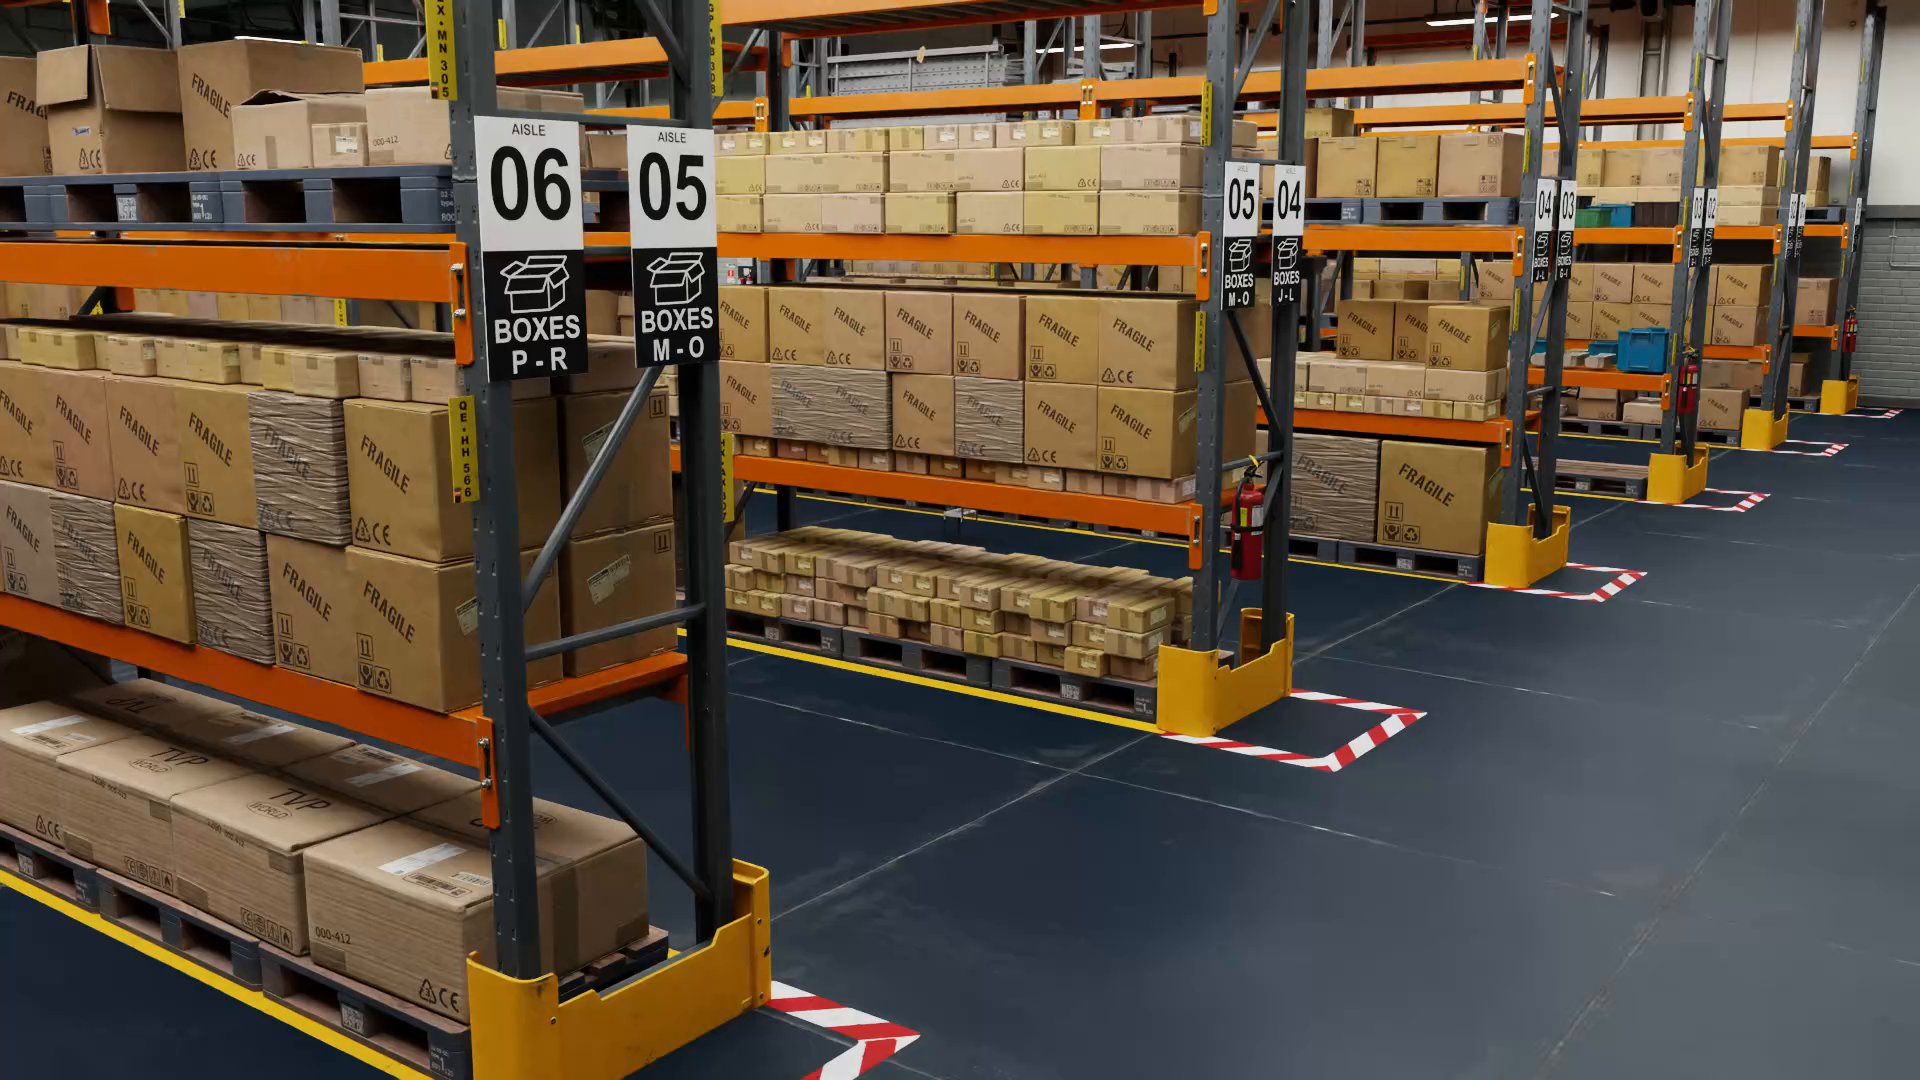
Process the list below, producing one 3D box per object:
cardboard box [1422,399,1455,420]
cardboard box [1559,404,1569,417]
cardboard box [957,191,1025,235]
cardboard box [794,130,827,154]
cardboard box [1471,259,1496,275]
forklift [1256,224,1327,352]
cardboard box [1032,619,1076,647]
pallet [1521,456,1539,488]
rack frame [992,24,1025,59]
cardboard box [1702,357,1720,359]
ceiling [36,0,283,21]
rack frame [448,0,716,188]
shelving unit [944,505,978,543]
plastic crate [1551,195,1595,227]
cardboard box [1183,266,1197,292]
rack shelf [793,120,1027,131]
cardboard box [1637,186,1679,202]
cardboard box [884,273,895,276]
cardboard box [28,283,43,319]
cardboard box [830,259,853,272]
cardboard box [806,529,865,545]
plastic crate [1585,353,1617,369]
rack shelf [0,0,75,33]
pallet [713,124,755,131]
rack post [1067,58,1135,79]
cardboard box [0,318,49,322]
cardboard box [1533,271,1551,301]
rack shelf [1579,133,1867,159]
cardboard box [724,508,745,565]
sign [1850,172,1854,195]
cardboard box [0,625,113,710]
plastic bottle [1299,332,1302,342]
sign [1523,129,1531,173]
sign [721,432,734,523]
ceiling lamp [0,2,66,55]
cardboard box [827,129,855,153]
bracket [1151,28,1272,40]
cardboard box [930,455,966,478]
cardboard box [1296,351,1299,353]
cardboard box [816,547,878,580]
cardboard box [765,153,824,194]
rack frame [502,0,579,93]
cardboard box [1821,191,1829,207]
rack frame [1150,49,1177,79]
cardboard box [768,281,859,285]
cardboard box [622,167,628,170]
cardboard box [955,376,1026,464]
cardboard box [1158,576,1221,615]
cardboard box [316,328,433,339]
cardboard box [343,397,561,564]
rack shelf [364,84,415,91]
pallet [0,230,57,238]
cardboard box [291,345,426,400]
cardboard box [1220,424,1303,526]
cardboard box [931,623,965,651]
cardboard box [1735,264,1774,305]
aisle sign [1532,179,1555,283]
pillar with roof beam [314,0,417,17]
[{"bbox_3d":[3.982,-1.087,13.635,0.250,0.149,0.380,8,14,36],"label":"cardboard box"},{"bbox_3d":[8.231,-1.807,22.994,0.250,0.166,0.380,8,13,36],"label":"cardboard box"},{"bbox_3d":[0.327,-1.968,10.023,0.500,0.250,0.500,9,14,38],"label":"cardboard box"},{"bbox_3d":[-0.858,-2.573,10.784,0.250,0.149,0.380,7,13,34],"label":"cardboard box"},{"bbox_3d":[8.901,-4.620,28.158,0.500,0.250,0.500,8,14,37],"label":"cardboard box"},{"bbox_3d":[3.284,-2.003,17.889,1.130,2.935,3.031,4,12,22],"label":"forklift"},{"bbox_3d":[0.643,0.529,10.233,0.250,0.149,0.380,7,13,33],"label":"cardboard box"},{"bbox_3d":[5.985,-0.817,18.919,1.213,0.211,1.003,8,13,36],"label":"pallet"},{"bbox_3d":[0.869,-7.003,27.756,0.127,3.000,1.000,8,13,36],"label":"rack frame"},{"bbox_3d":[12.043,-2.987,26.559,0.250,0.149,0.380,8,14,36],"label":"cardboard box"},{"bbox_3d":[-23.223,-15.873,49.916,6.000,0.001,6.000,8,13,36],"label":"ceiling"},{"bbox_3d":[-1.191,-2.620,5.103,0.127,3.000,1.000,8,13,36],"label":"rack frame"},{"bbox_3d":[0.007,-0.441,15.160,0.210,0.900,0.258,8,13,36],"label":"shelving unit"},{"bbox_3d":[6.538,-3.607,18.261,0.767,0.338,0.504,8,13,36],"label":"plastic crate"},{"bbox_3d":[4.635,-4.955,31.544,0.500,0.500,0.700,10,15,41],"label":"cardboard box"},{"bbox_3d":[-0.454,-5.471,22.783,4.000,0.370,1.077,8,13,36],"label":"rack shelf"},{"bbox_3d":[9.172,-4.485,21.715,0.500,0.250,0.500,8,13,36],"label":"cardboard box"},{"bbox_3d":[-1.127,-4.653,29.434,0.250,0.149,0.380,8,13,35],"label":"cardboard box"},{"bbox_3d":[-9.158,-2.570,17.398,0.550,0.550,0.875,8,13,36],"label":"cardboard box"},{"bbox_3d":[-1.943,-5.133,30.206,0.500,0.500,0.700,8,14,36],"label":"cardboard box"},{"bbox_3d":[-0.896,0.030,12.030,0.250,0.149,0.380,8,14,36],"label":"cardboard box"},{"bbox_3d":[6.842,-1.914,17.785,0.243,0.136,0.396,8,13,36],"label":"plastic crate"},{"bbox_3d":[-6.027,-2.745,8.697,4.000,0.370,1.077,8,13,36],"label":"rack shelf"},{"bbox_3d":[-3.734,-6.181,25.060,1.213,0.211,1.003,8,13,36],"label":"pallet"},{"bbox_3d":[1.844,-5.976,21.090,0.986,0.289,0.624,8,13,36],"label":"rack post"},{"bbox_3d":[-4.314,-0.908,7.443,0.250,0.149,0.380,8,13,35],"label":"cardboard box"},{"bbox_3d":[7.947,-3.544,22.776,0.500,0.500,0.500,7,13,34],"label":"cardboard box"},{"bbox_3d":[11.858,-6.088,25.973,4.000,0.370,1.077,8,13,36],"label":"rack shelf"},{"bbox_3d":[-2.005,0.003,12.810,0.500,0.500,0.500,9,14,38],"label":"cardboard box"},{"bbox_3d":[13.138,-5.254,24.492,0.005,0.325,0.100,8,13,36],"label":"sign"},{"bbox_3d":[-4.962,0.655,8.457,0.875,0.875,0.875,8,14,37],"label":"cardboard box"},{"bbox_3d":[4.232,-2.464,20.399,0.133,0.283,0.061,8,13,36],"label":"plastic bottle"},{"bbox_3d":[4.342,-2.979,12.733,0.005,0.325,0.100,8,13,36],"label":"sign"},{"bbox_3d":[-0.858,-0.223,6.019,0.005,0.325,0.100,8,13,36],"label":"sign"},{"bbox_3d":[-19.353,-11.162,33.887,0.800,3.185,2.000,8,13,36],"label":"ceiling lamp"},{"bbox_3d":[-0.637,-2.547,10.650,0.250,0.149,0.380,7,13,34],"label":"cardboard box"},{"bbox_3d":[3.852,-9.642,31.919,4.783,0.066,0.076,8,13,36],"label":"bracket"},{"bbox_3d":[0.018,-0.500,10.598,0.250,0.149,0.380,8,14,37],"label":"cardboard box"},{"bbox_3d":[2.792,-1.590,15.182,0.500,0.250,0.500,8,14,37],"label":"cardboard box"},{"bbox_3d":[-0.768,0.165,11.335,0.250,0.149,0.380,8,13,34],"label":"cardboard box"},{"bbox_3d":[-0.922,-2.391,10.892,0.500,0.250,0.500,8,13,35],"label":"cardboard box"},{"bbox_3d":[-4.997,-5.487,19.919,0.127,3.000,1.000,8,13,36],"label":"rack frame"},{"bbox_3d":[13.027,-5.241,25.573,0.500,0.250,0.500,9,14,38],"label":"cardboard box"},{"bbox_3d":[3.798,-7.762,31.678,0.127,3.000,1.000,8,13,36],"label":"rack frame"},{"bbox_3d":[-1.028,-1.569,11.782,0.500,0.500,0.500,7,13,34],"label":"cardboard box"},{"bbox_3d":[-2.152,-2.660,12.335,0.500,0.311,0.500,8,13,35],"label":"cardboard box"},{"bbox_3d":[0.316,-0.765,10.259,0.500,0.500,0.500,8,14,36],"label":"cardboard box"},{"bbox_3d":[1.436,0.346,10.397,0.250,0.149,0.380,7,13,33],"label":"cardboard box"},{"bbox_3d":[-2.350,-0.764,6.698,0.250,0.149,0.380,8,14,36],"label":"cardboard box"},{"bbox_3d":[-1.721,-0.233,5.661,0.500,0.500,0.500,9,14,37],"label":"cardboard box"},{"bbox_3d":[-6.403,-3.964,14.997,4.000,0.370,1.077,8,13,36],"label":"rack shelf"},{"bbox_3d":[-5.183,-1.599,8.225,1.217,0.209,0.805,7,13,33],"label":"pallet"},{"bbox_3d":[-2.076,-0.584,5.769,0.250,0.149,0.380,8,13,35],"label":"cardboard box"},{"bbox_3d":[2.661,-0.617,15.032,0.875,0.875,0.875,8,13,36],"label":"cardboard box"},{"bbox_3d":[0.023,0.587,10.718,0.250,0.149,0.380,8,14,37],"label":"cardboard box"},{"bbox_3d":[10.340,-3.339,21.714,0.500,0.500,0.500,8,14,37],"label":"cardboard box"},{"bbox_3d":[4.555,-2.415,12.989,0.004,0.787,0.394,8,13,36],"label":"aisle sign"},{"bbox_3d":[-15.406,-9.630,41.334,0.548,9.000,9.100,8,13,36],"label":"pillar with roof beam"}]
